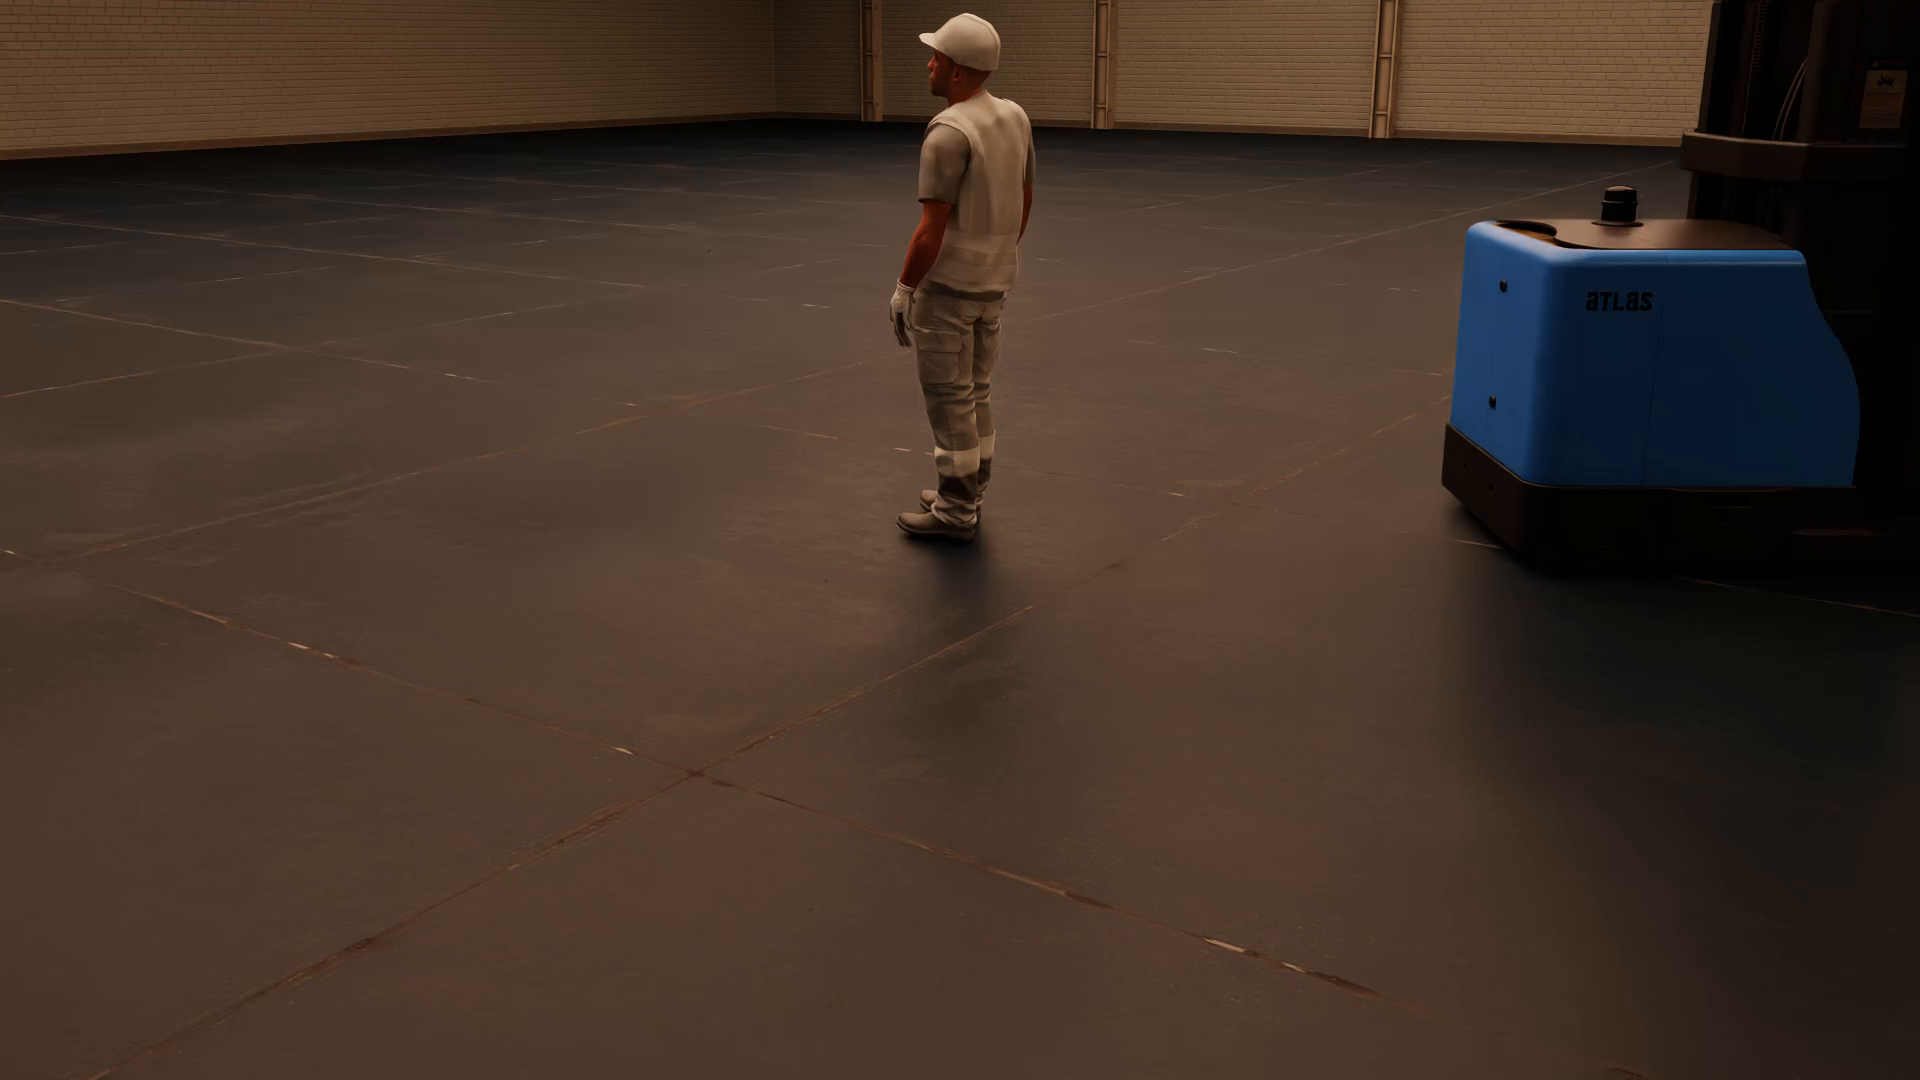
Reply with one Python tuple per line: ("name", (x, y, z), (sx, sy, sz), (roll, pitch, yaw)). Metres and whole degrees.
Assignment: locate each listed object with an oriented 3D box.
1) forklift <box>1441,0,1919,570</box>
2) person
("forklift", (3.373, -1.429, 5.610), (3.031, 2.935, 1.130), (0, 17, 0))
("person", (-0.059, -0.880, 5.743), (0.564, 1.787, 0.637), (11, 20, 33))
